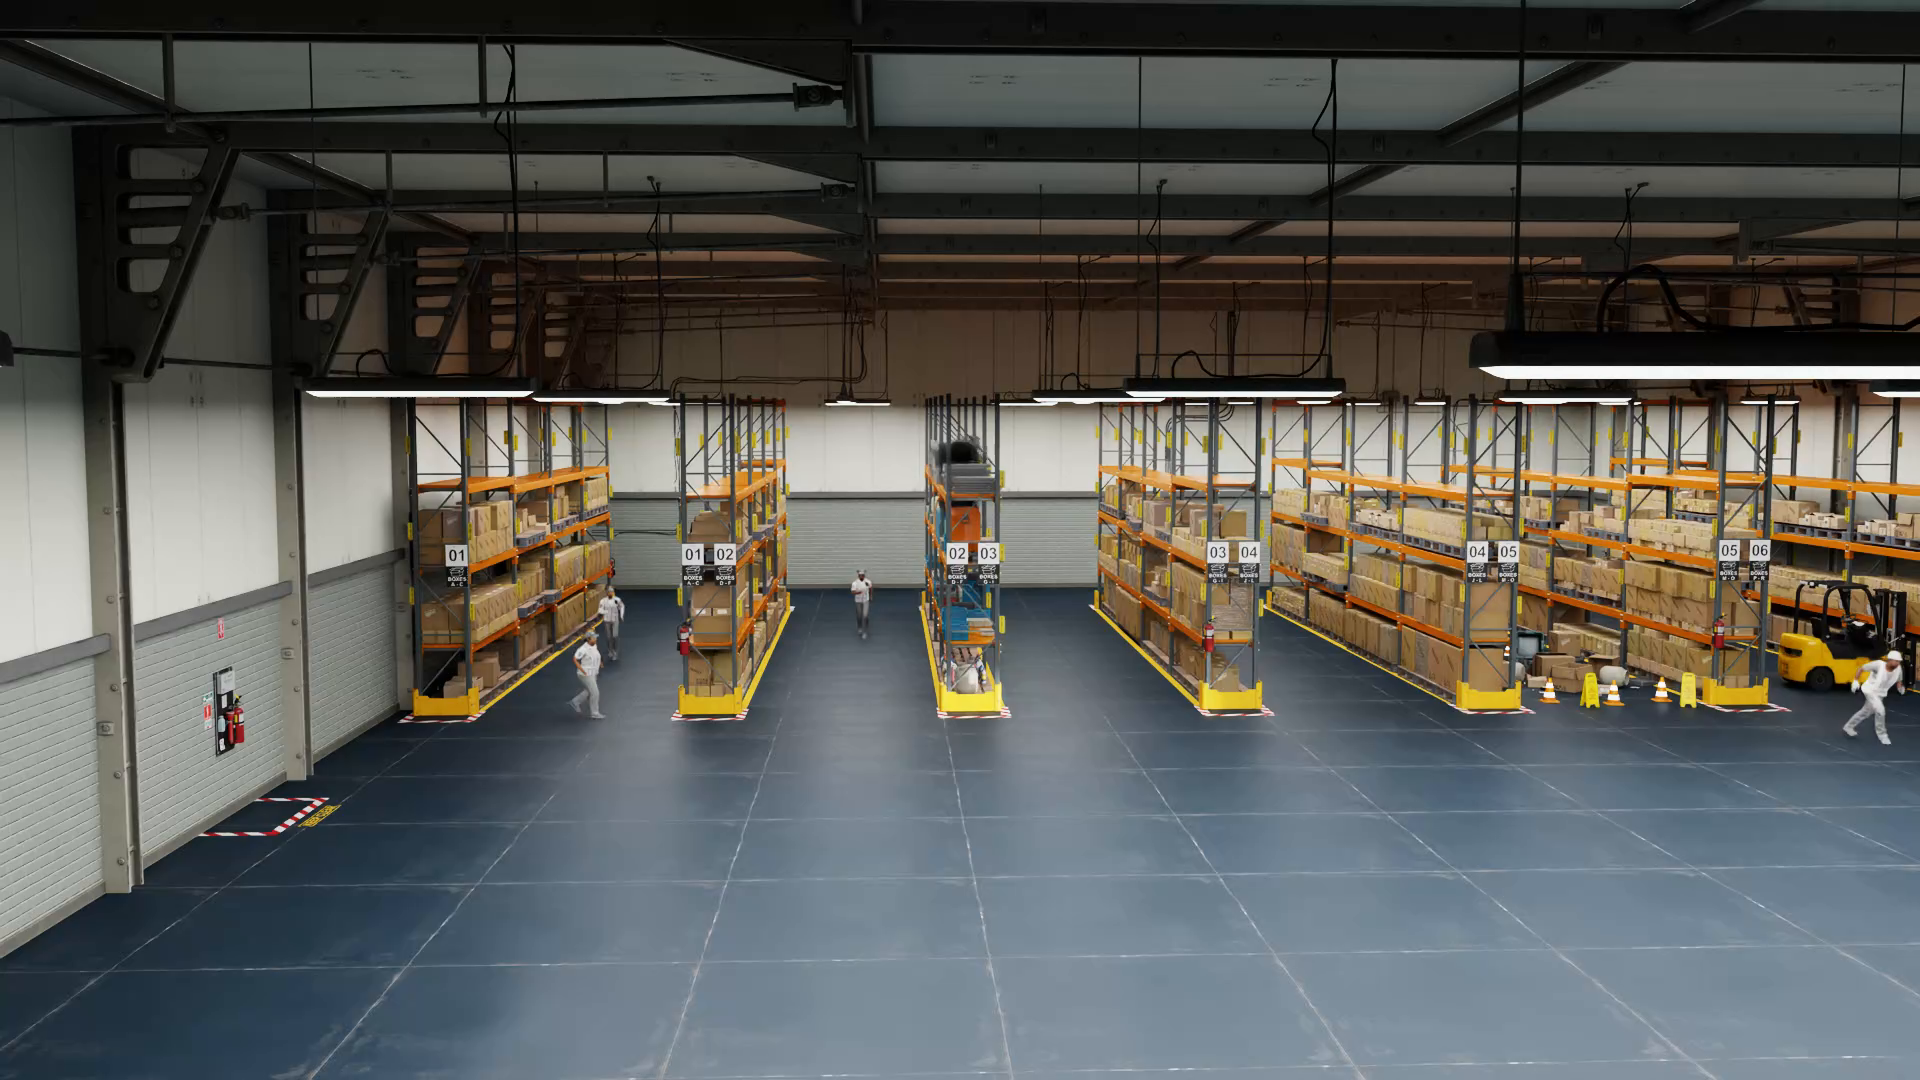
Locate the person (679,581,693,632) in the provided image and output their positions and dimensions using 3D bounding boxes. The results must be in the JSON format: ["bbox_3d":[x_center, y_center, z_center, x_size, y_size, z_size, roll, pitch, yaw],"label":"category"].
[{"bbox_3d":[-6.918,1.558,42.480,0.517,1.581,0.861,0,5,-3],"label":"person"}]

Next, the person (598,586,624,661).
[{"bbox_3d":[-7.948,1.891,37.897,0.558,1.738,0.812,-1,5,-8],"label":"person"}]

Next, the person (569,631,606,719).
[{"bbox_3d":[-6.954,2.485,30.702,0.786,1.641,0.621,2,5,19],"label":"person"}]

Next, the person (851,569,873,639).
[{"bbox_3d":[-2.455,1.581,41.649,0.543,1.740,0.862,0,5,-3],"label":"person"}]

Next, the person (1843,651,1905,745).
[{"bbox_3d":[15.669,2.645,28.520,0.713,1.601,1.097,-1,5,-15],"label":"person"}]
